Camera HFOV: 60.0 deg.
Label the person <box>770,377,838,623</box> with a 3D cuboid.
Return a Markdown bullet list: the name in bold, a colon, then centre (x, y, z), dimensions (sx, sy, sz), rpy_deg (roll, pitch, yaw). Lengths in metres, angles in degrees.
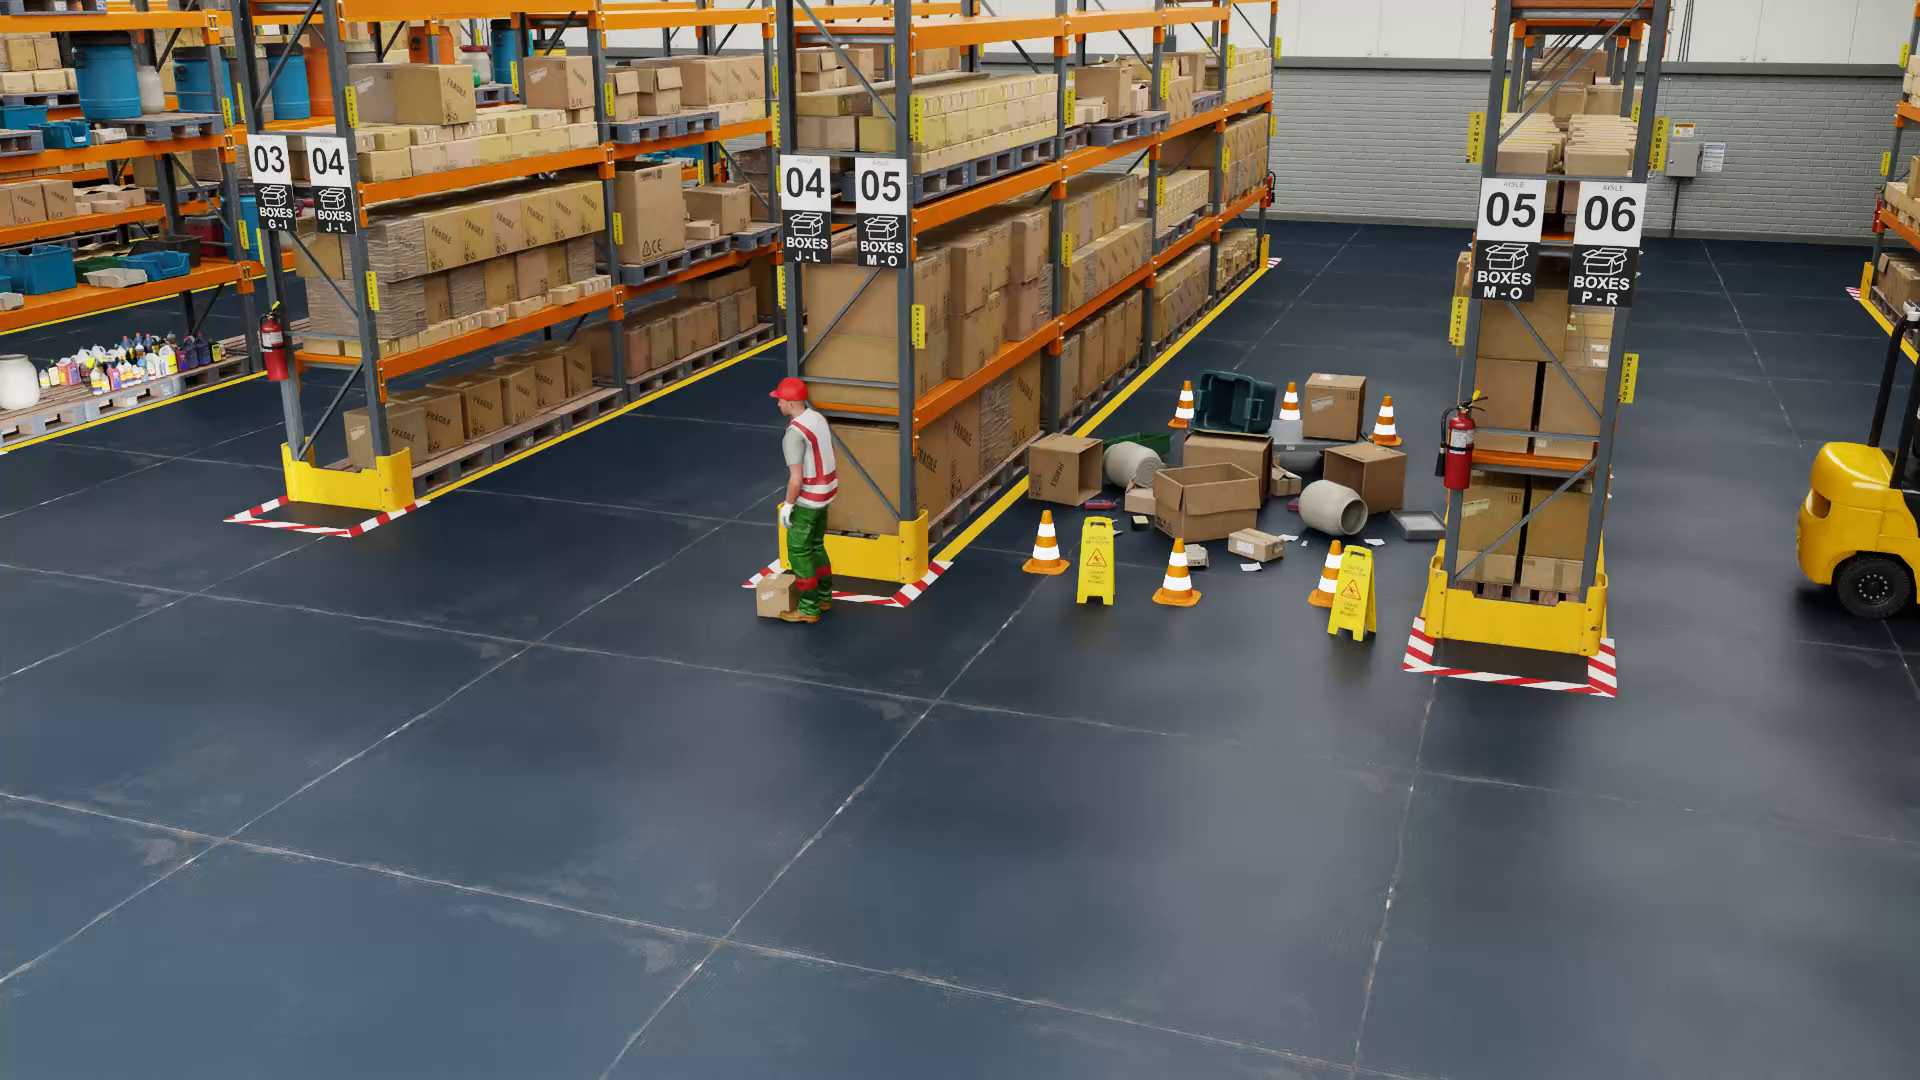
- **person**: centre (-1.113, -0.293, 11.914), dimensions (0.451, 1.779, 0.608), rpy_deg (6, 20, 18)
